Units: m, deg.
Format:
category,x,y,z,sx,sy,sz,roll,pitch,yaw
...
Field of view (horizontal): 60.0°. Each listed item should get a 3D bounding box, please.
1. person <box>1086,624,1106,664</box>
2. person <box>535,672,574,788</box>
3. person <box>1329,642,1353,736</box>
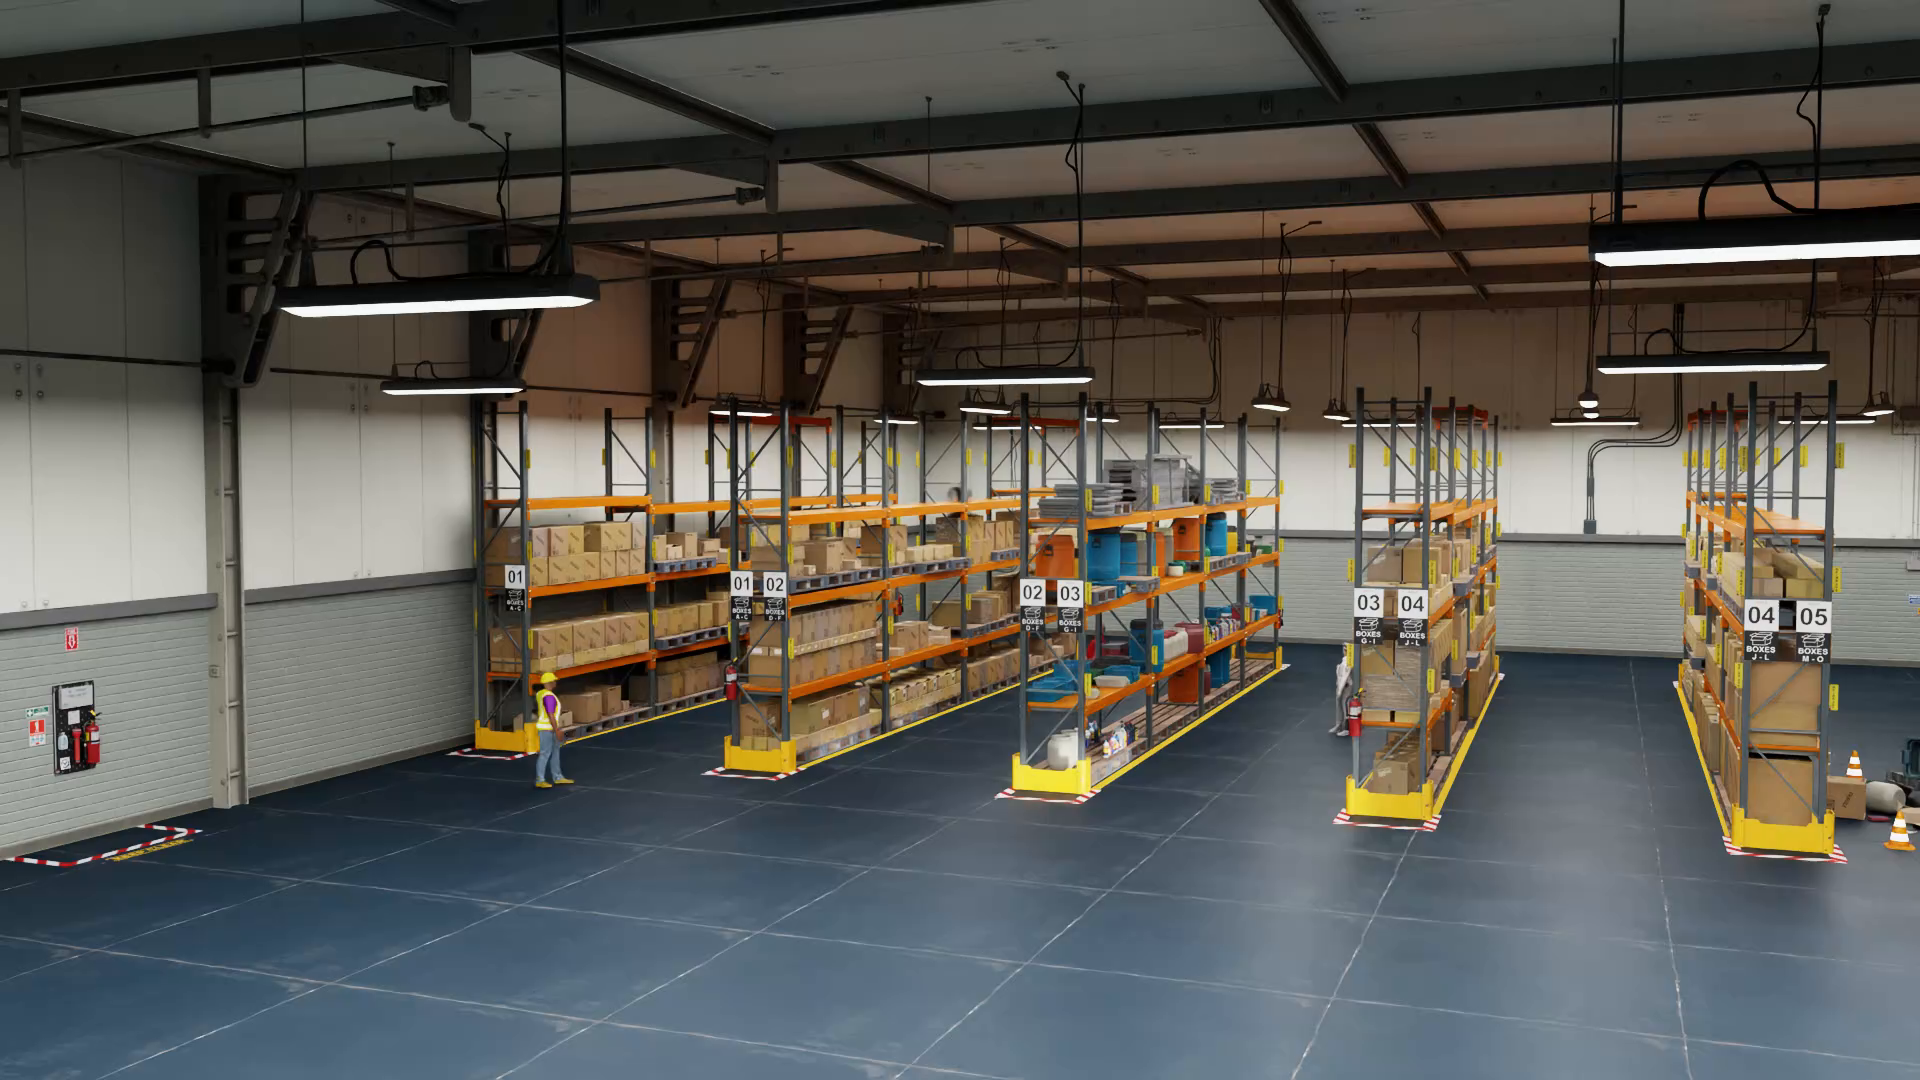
category,x,y,z,sx,sy,sz,roll,pitch,yaw
person,2.711,2.525,33.228,0.416,1.721,0.599,0,3,-1
person,-6.205,2.898,25.346,0.568,1.759,0.612,0,3,-7
person,6.963,2.692,30.194,0.458,1.676,0.539,0,3,-1
